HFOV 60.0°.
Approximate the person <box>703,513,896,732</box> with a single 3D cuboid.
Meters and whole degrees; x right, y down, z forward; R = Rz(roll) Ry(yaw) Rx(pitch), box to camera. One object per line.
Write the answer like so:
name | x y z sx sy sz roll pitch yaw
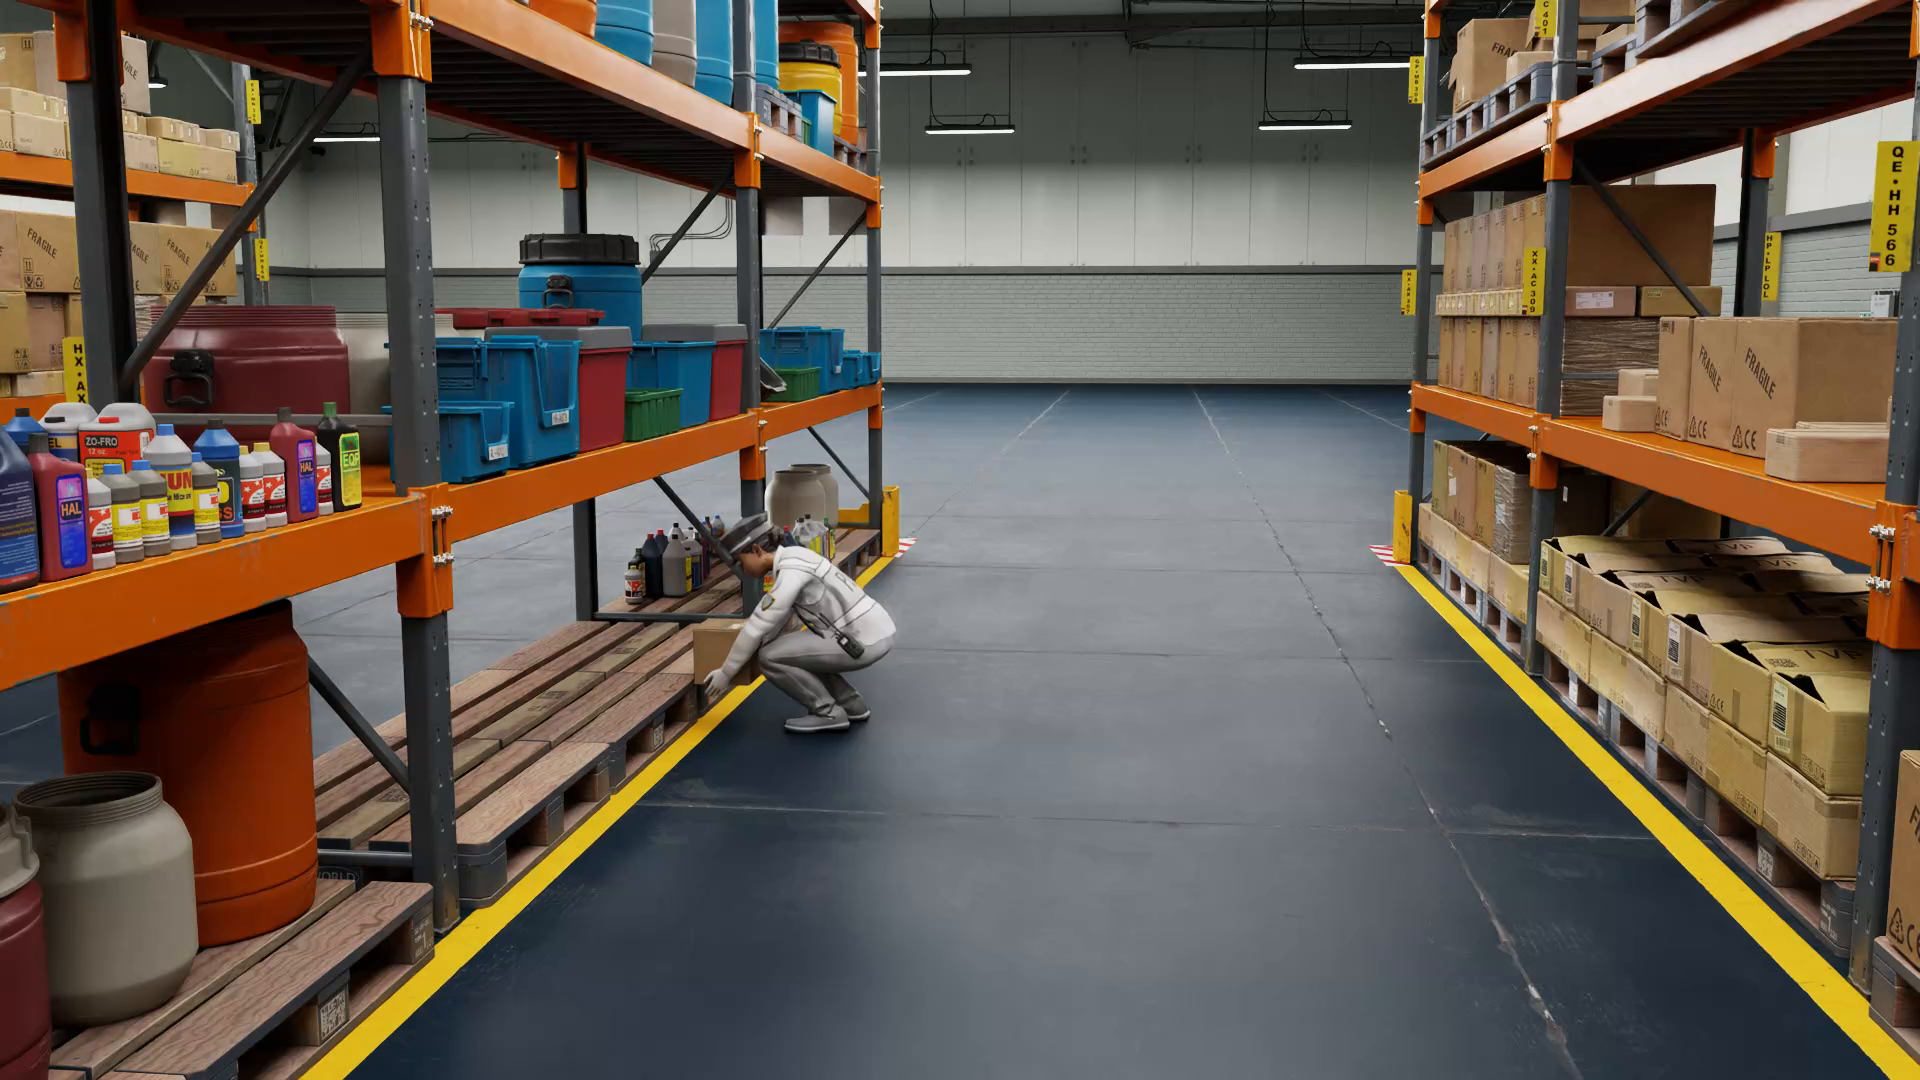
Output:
person | -0.699 0.354 7.345 0.819 0.965 0.497 1 8 6
